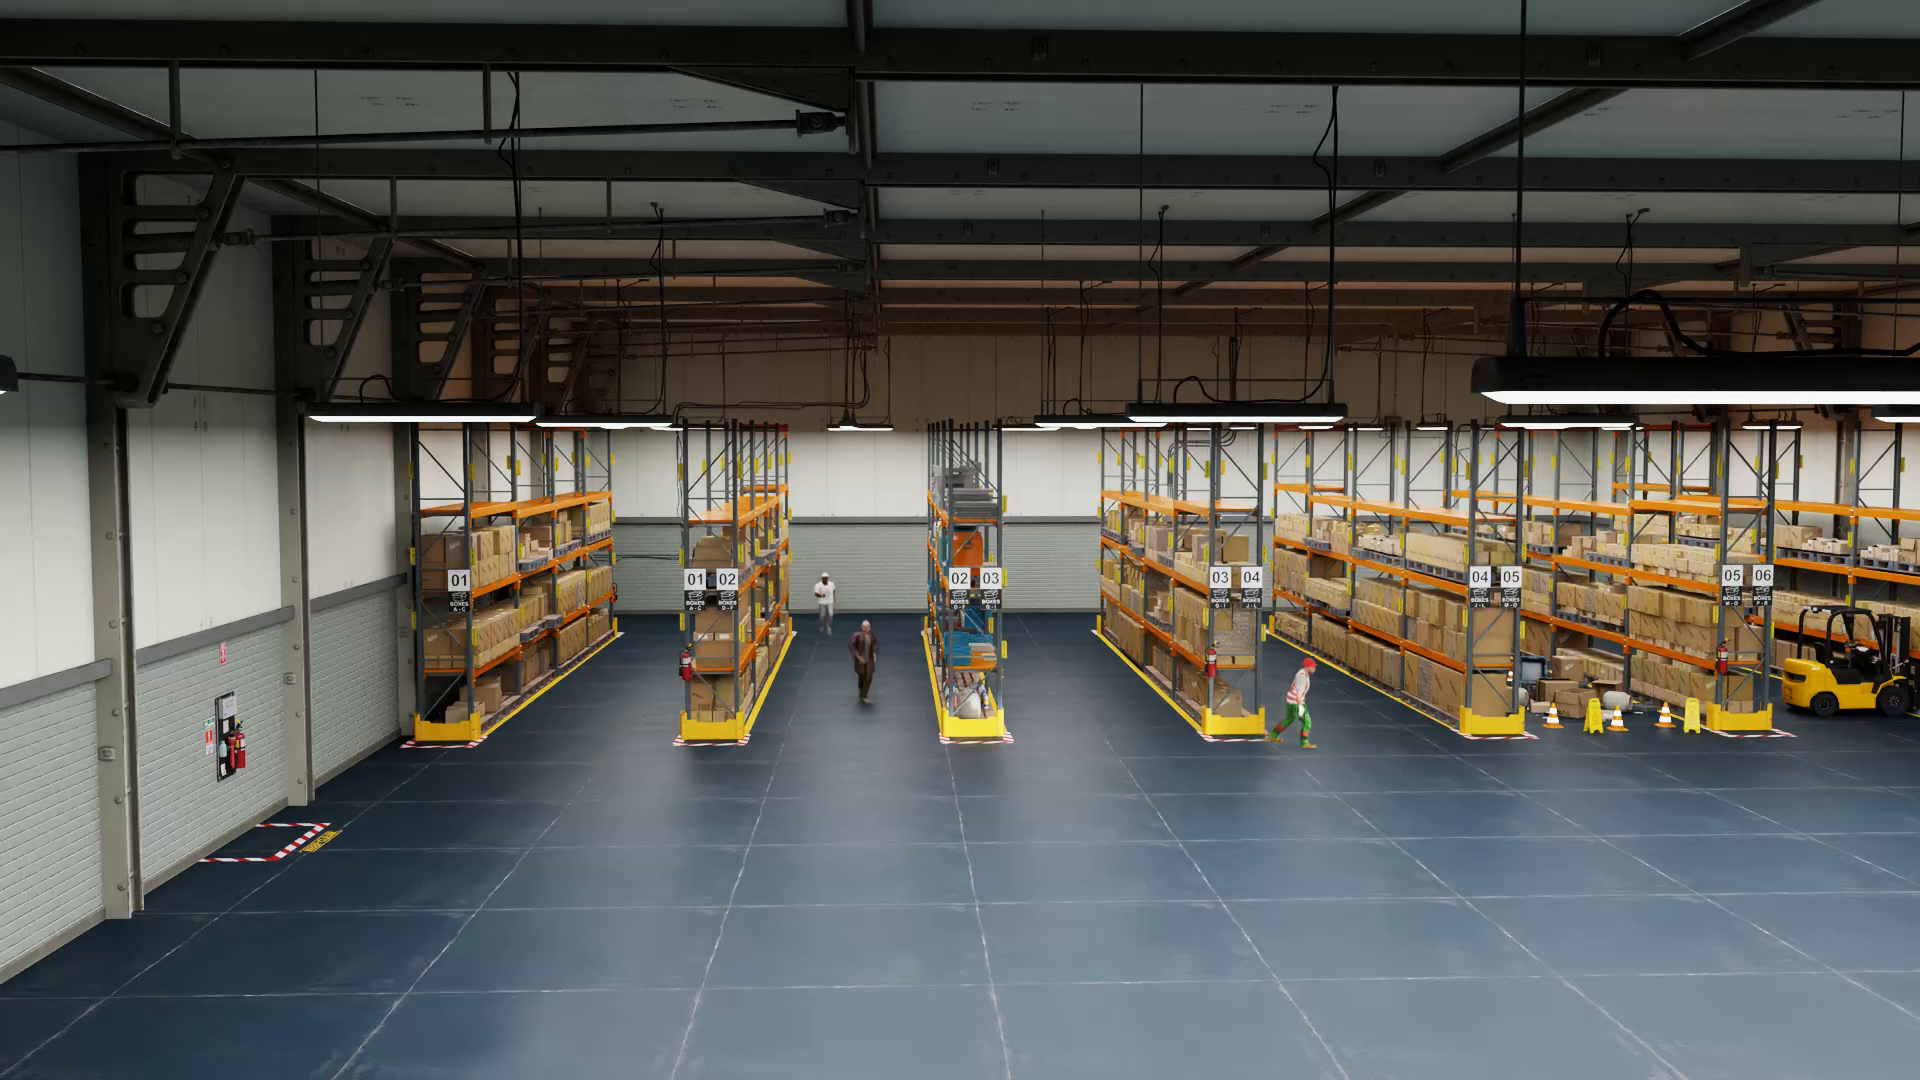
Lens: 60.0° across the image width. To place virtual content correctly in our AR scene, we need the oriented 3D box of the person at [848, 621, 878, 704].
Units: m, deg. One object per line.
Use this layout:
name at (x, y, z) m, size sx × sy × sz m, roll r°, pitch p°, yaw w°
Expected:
person at (-2.078, 2.586, 35.573) m, size 0.708 × 1.763 × 0.812 m, roll -1°, pitch 4°, yaw -16°

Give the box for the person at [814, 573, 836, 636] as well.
person at (-3.815, 1.825, 47.215) m, size 0.665 × 1.810 × 0.830 m, roll -1°, pitch 4°, yaw -16°

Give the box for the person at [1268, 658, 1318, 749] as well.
person at (6.054, 2.958, 30.286) m, size 0.923 × 1.673 × 0.639 m, roll 1°, pitch 4°, yaw 20°
